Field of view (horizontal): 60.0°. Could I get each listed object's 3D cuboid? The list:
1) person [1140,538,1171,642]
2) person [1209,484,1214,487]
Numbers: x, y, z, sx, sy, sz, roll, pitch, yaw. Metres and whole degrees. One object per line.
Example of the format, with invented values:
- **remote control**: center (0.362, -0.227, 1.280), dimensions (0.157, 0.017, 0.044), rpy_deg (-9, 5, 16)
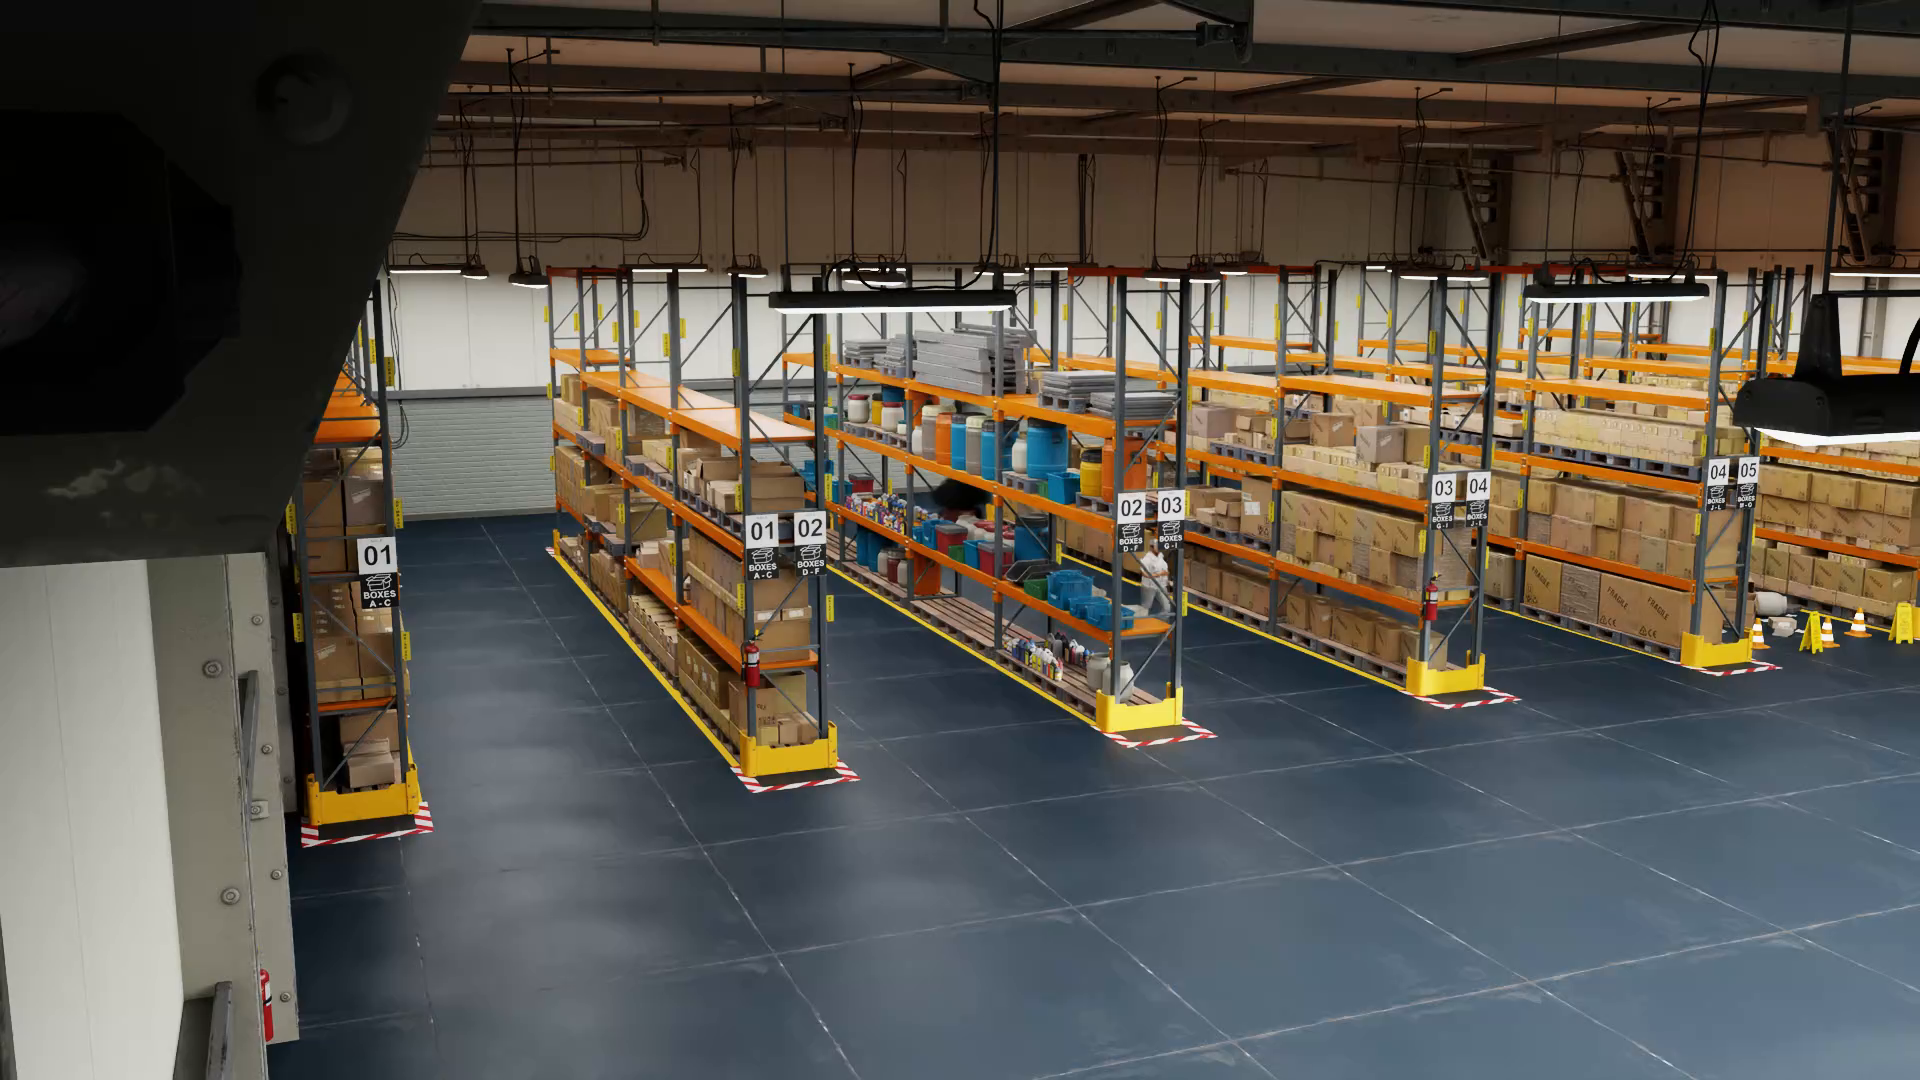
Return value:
- **person**: center (3.170, 0.828, 27.204), dimensions (0.576, 1.754, 0.779), rpy_deg (-6, 12, -31)
- **person**: center (4.901, -0.354, 34.081), dimensions (0.702, 1.693, 1.019), rpy_deg (-6, 11, -30)
